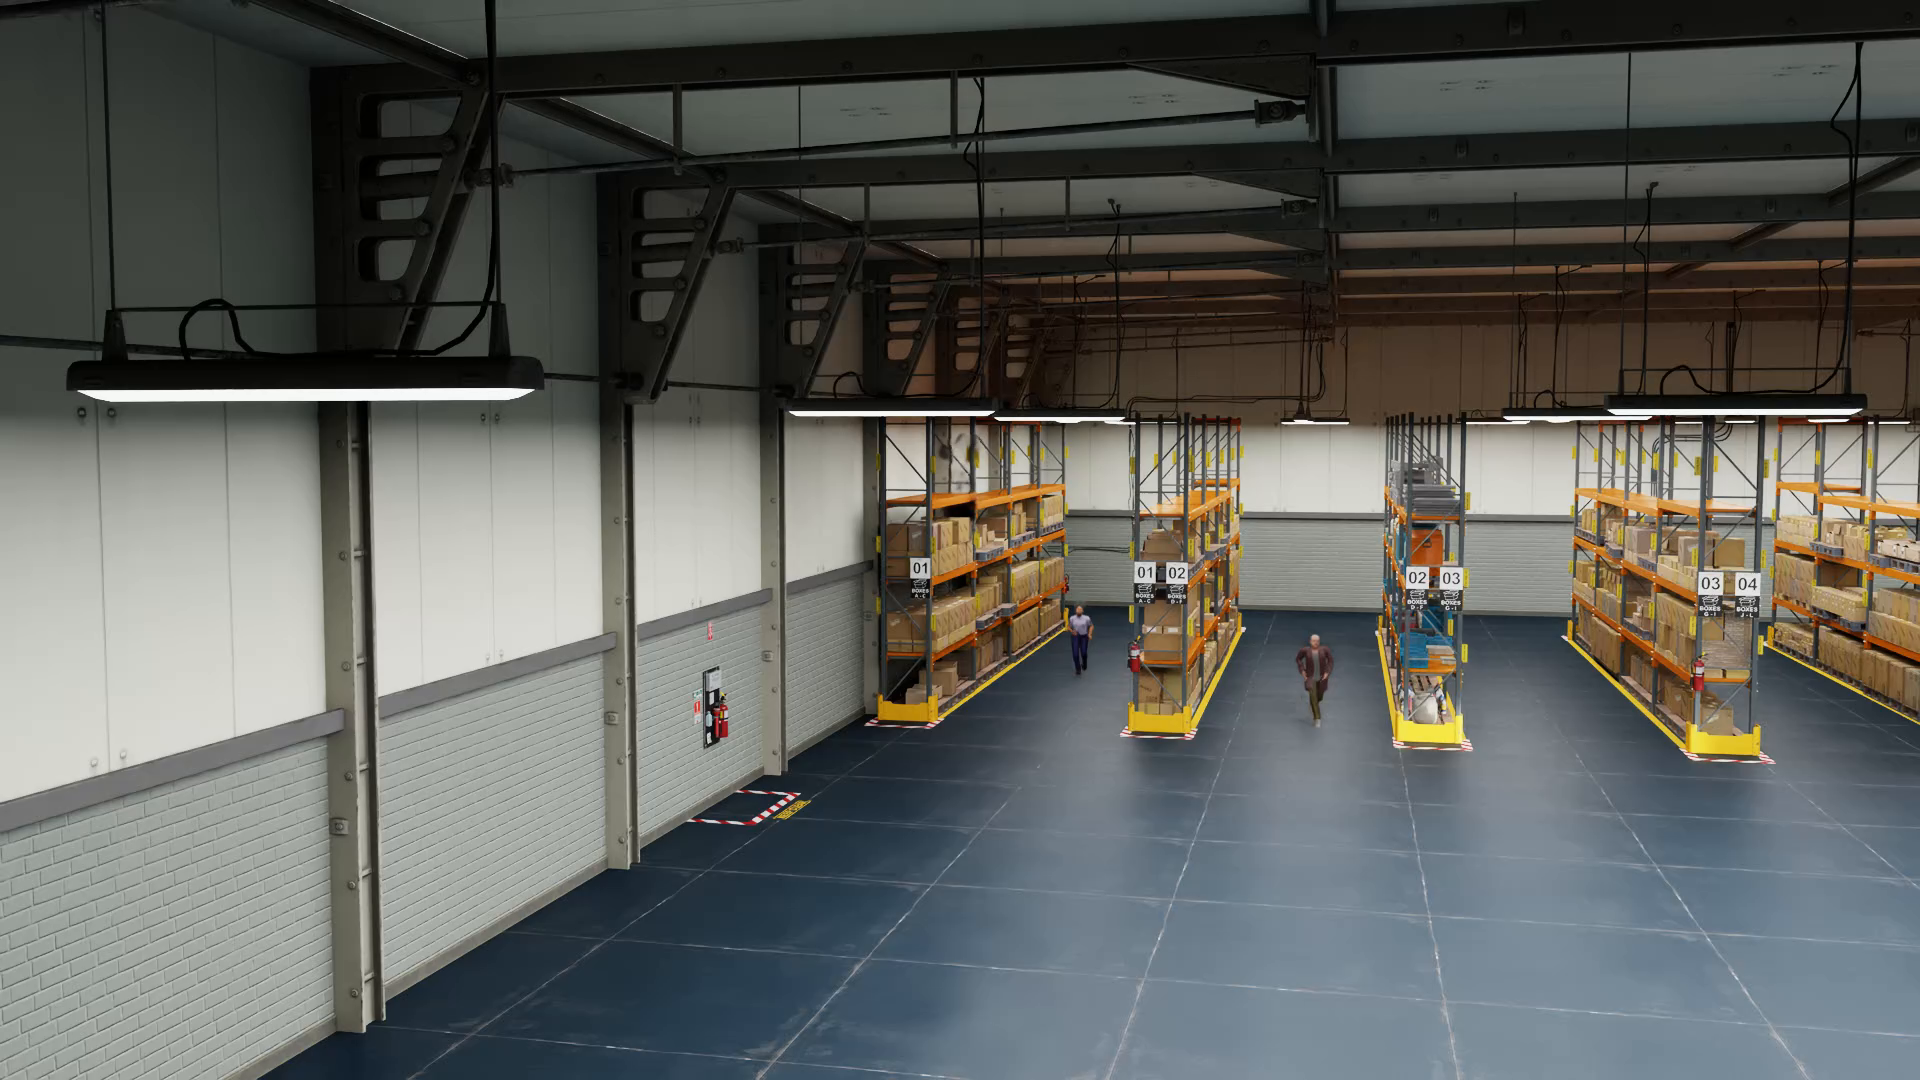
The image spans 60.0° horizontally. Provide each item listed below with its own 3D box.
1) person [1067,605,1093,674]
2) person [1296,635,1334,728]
[{"bbox_3d":[2.778,2.317,38.542,0.600,1.608,0.530,0,4,7],"label":"person"},{"bbox_3d":[6.857,2.693,32.183,0.711,1.778,1.086,0,4,2],"label":"person"}]
